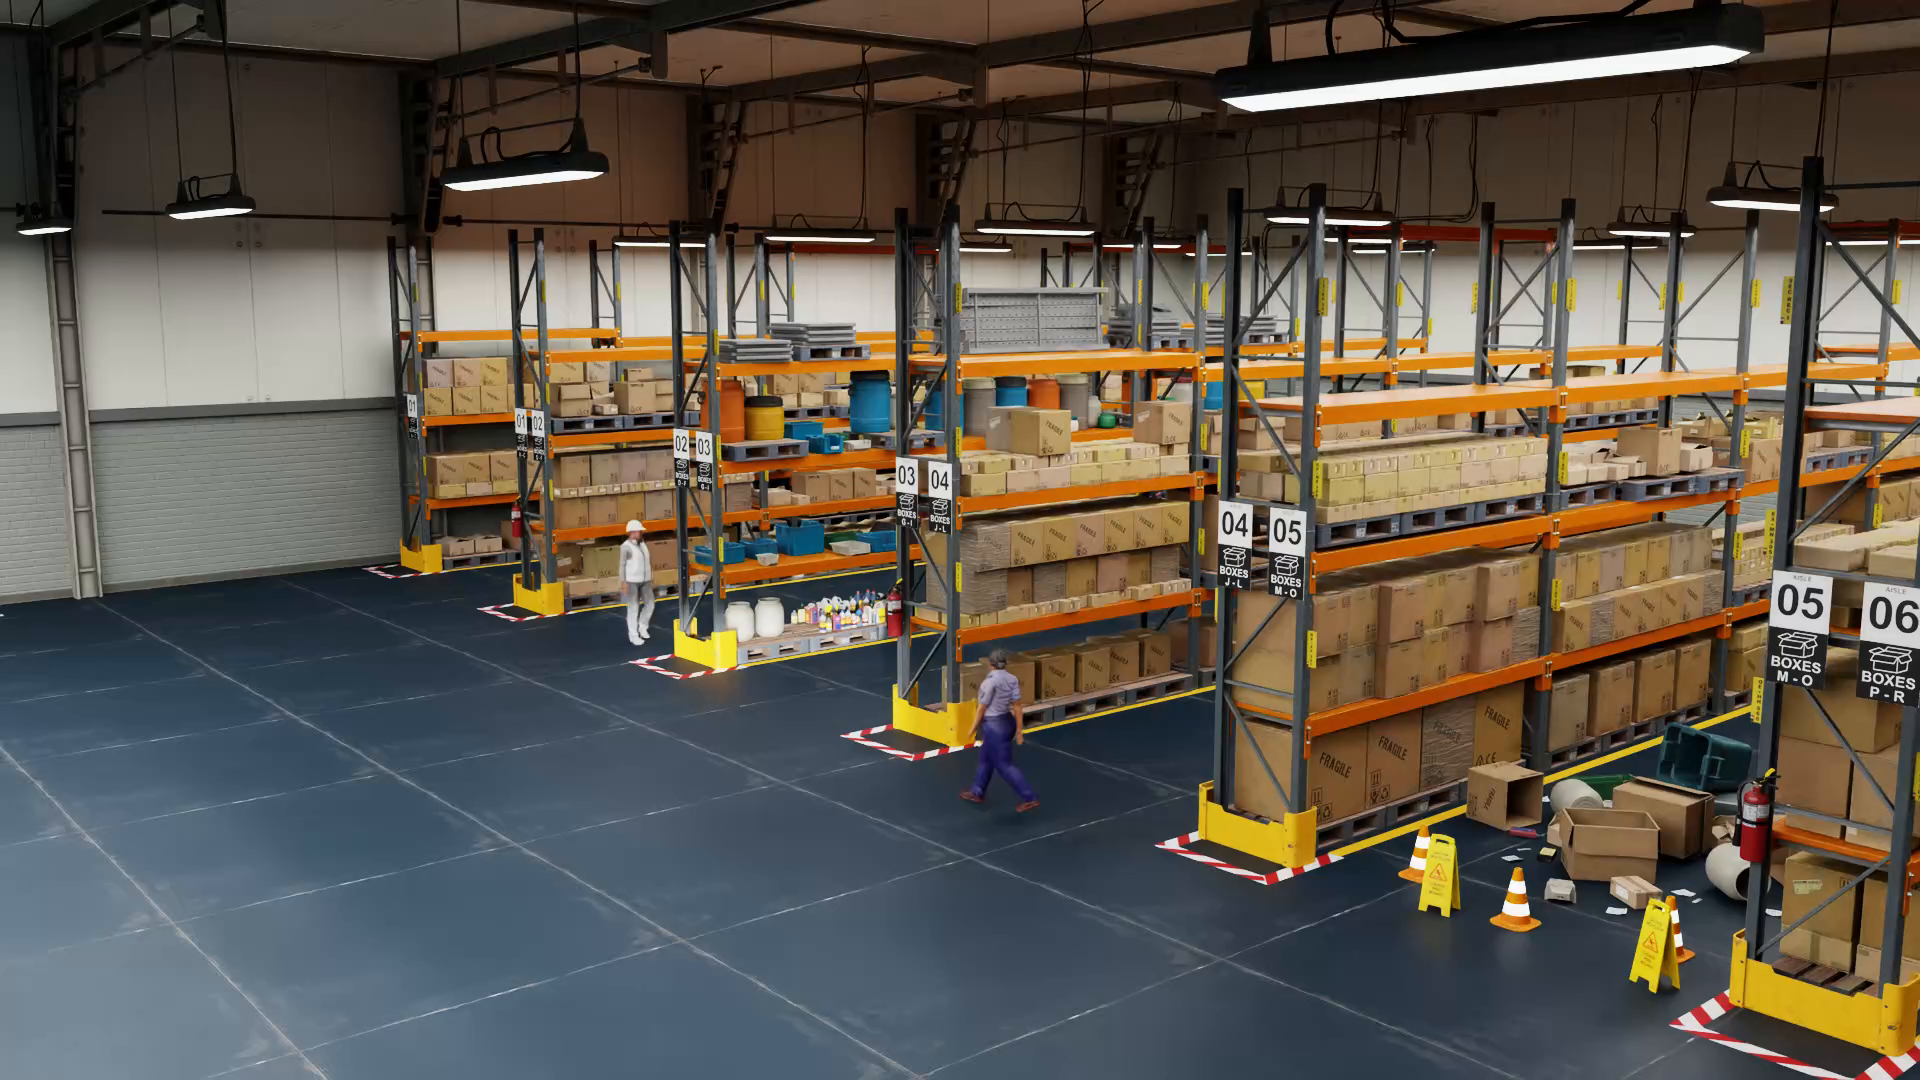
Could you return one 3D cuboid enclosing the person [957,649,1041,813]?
[{"bbox_3d":[0.368,1.875,16.358,1.001,1.594,0.441,4,10,24],"label":"person"}]

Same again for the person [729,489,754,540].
[{"bbox_3d":[-4.145,-0.475,31.016,0.583,1.793,0.584,1,9,5],"label":"person"}]

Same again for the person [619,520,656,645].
[{"bbox_3d":[-4.697,0.598,24.151,0.505,1.785,0.597,7,11,39],"label":"person"}]
